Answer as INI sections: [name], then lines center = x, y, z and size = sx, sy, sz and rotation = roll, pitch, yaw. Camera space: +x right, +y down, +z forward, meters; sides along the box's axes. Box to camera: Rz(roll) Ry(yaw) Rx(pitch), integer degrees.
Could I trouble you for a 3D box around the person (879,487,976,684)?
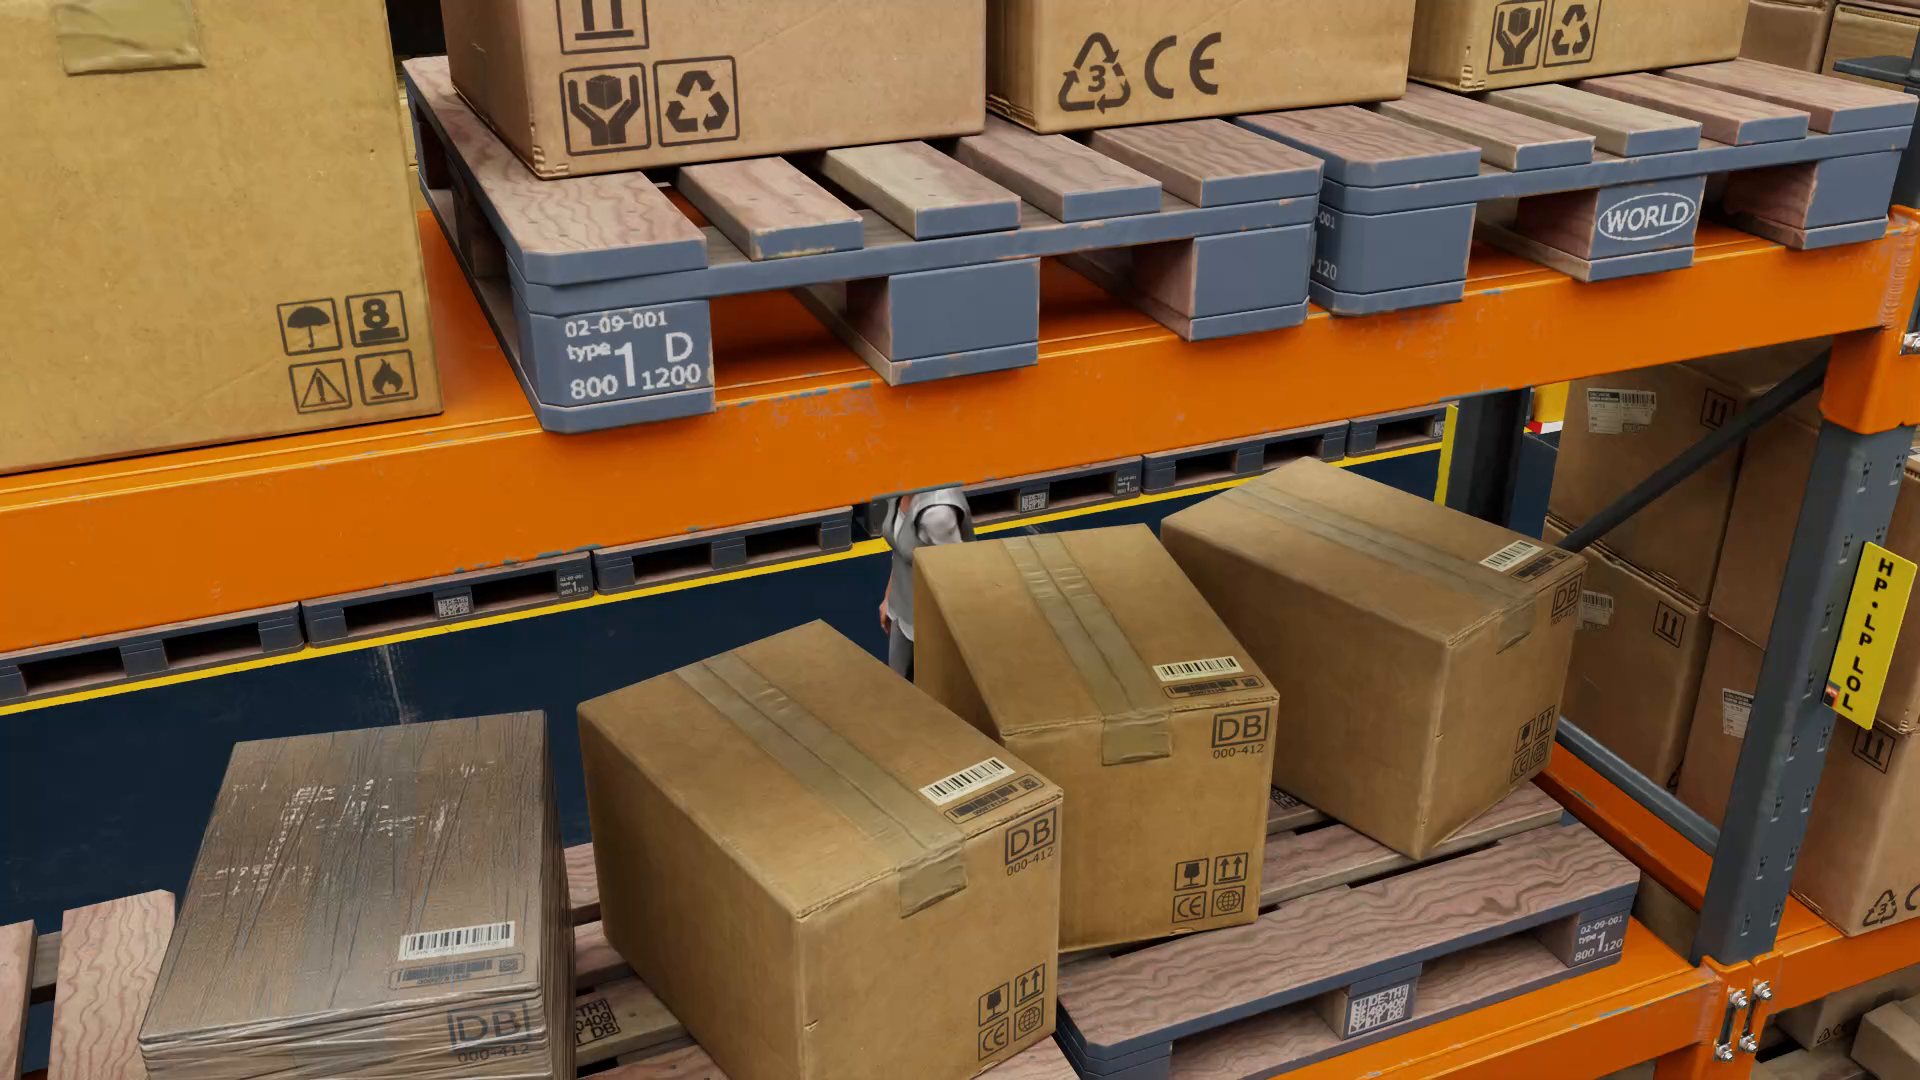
[person]
center = -0.117, 0.296, 5.527
size = 0.345, 1.593, 0.479
rotation = -12, 29, -22
